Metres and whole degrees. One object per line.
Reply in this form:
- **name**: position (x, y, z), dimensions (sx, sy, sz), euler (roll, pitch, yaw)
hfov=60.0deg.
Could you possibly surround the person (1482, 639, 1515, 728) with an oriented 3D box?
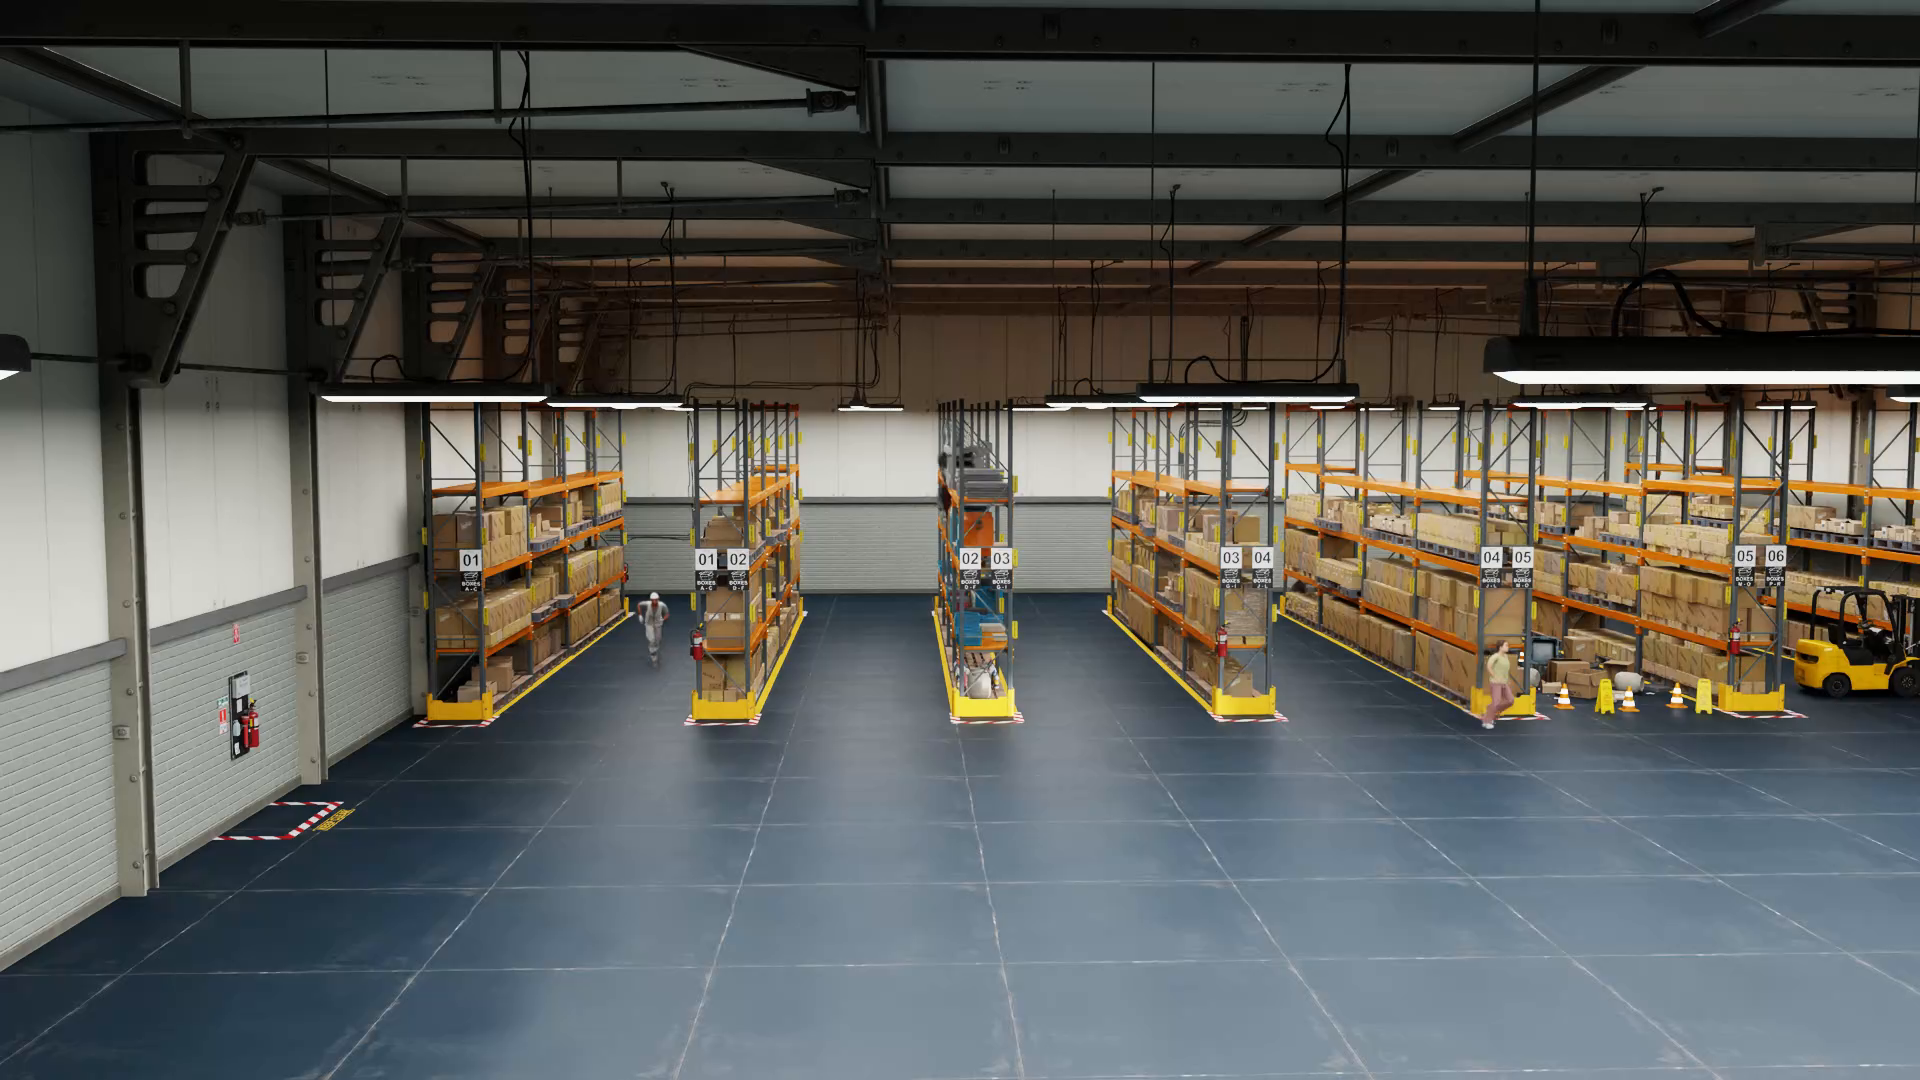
- **person**: position (9.874, 2.623, 30.328), dimensions (0.637, 1.592, 0.508), euler (-3, 5, -35)

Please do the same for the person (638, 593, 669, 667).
- **person**: position (-6.993, 2.023, 37.957), dimensions (0.706, 1.731, 1.053), euler (-1, 4, -12)

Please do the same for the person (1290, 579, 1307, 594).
- **person**: position (10.062, 1.195, 48.994), dimensions (0.674, 1.650, 0.791), euler (1, 5, 16)
